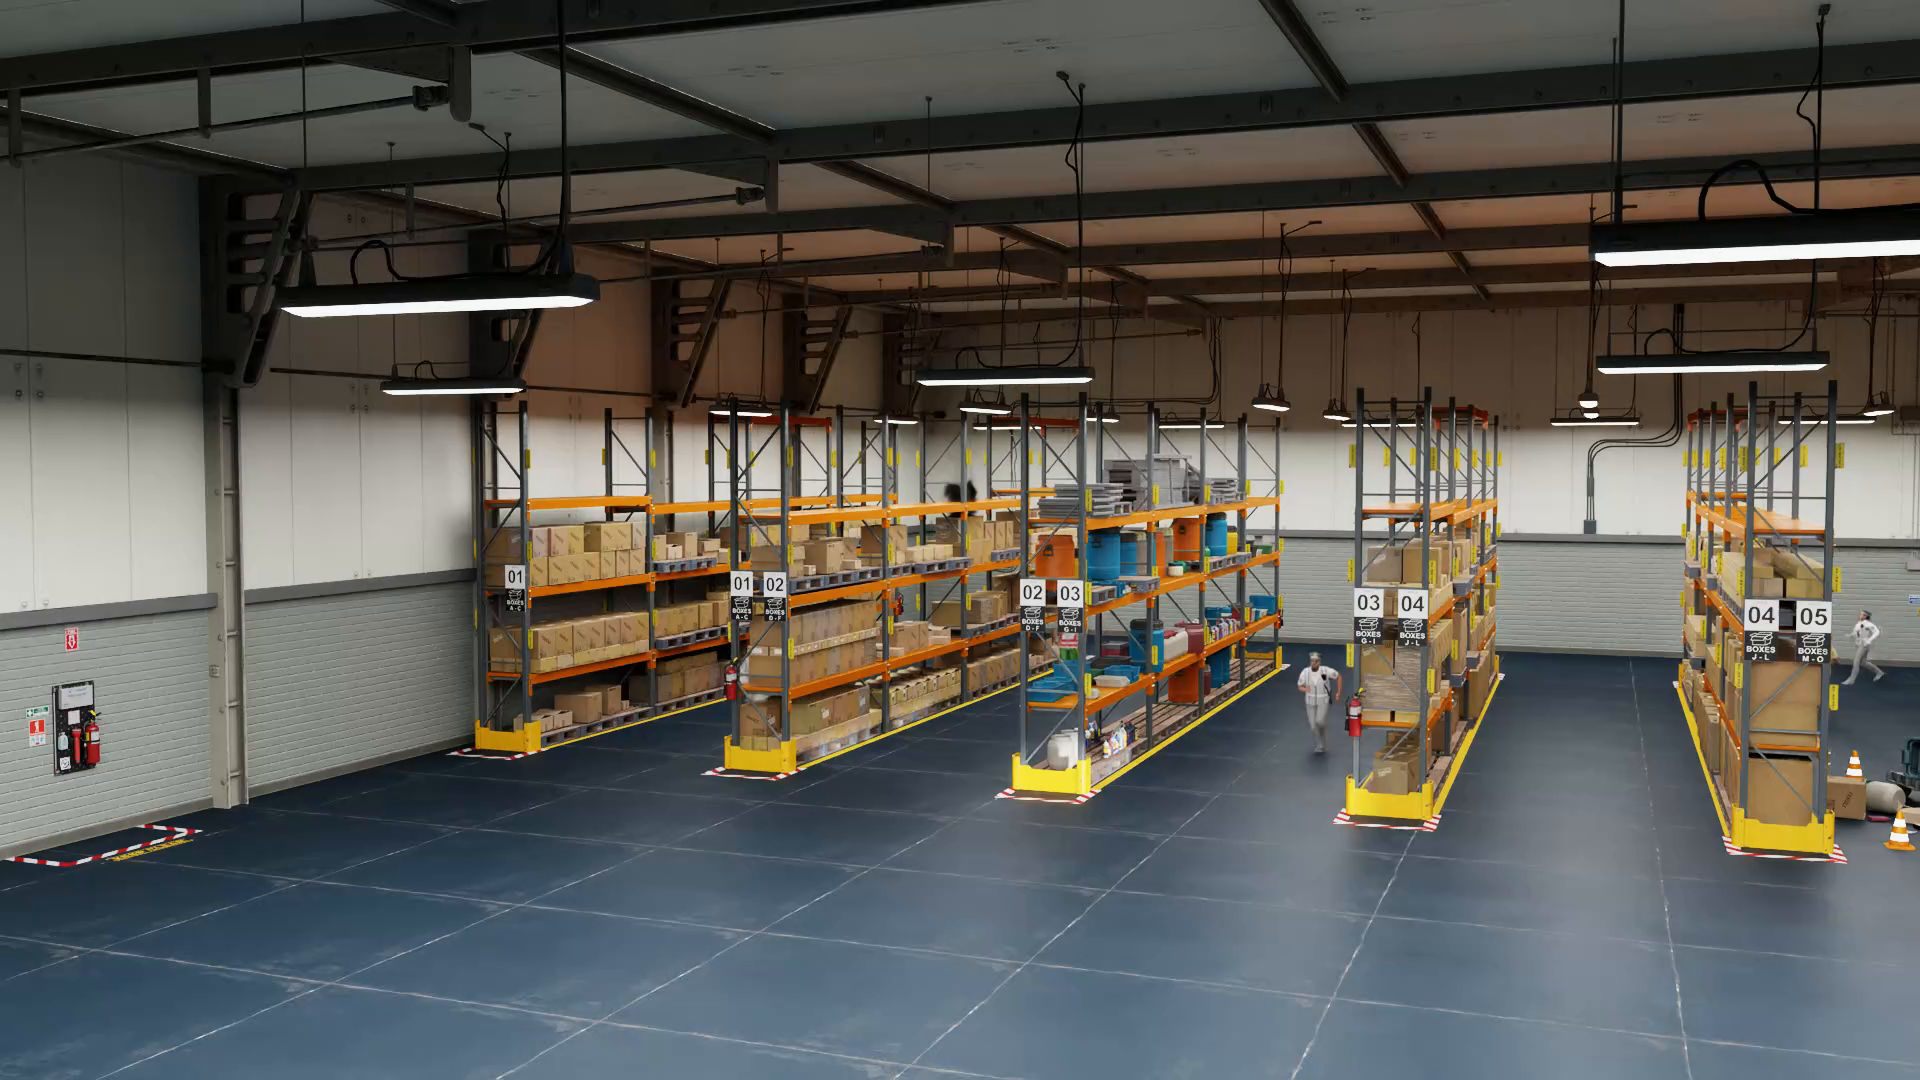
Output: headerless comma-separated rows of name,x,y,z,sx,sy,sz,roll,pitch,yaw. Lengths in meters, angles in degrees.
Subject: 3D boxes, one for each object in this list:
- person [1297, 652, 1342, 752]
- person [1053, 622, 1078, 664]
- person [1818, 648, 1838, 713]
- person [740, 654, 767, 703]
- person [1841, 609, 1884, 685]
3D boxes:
person,6.066,2.754,28.154,0.703,1.731,0.748,1,3,23
person,2.213,2.237,33.974,0.643,1.772,0.575,1,3,11
person,16.804,2.599,32.468,0.587,1.627,0.599,1,3,20
person,-3.621,2.701,29.907,0.714,1.759,1.032,1,3,18
person,19.947,2.356,36.703,0.922,1.696,0.614,0,3,7
